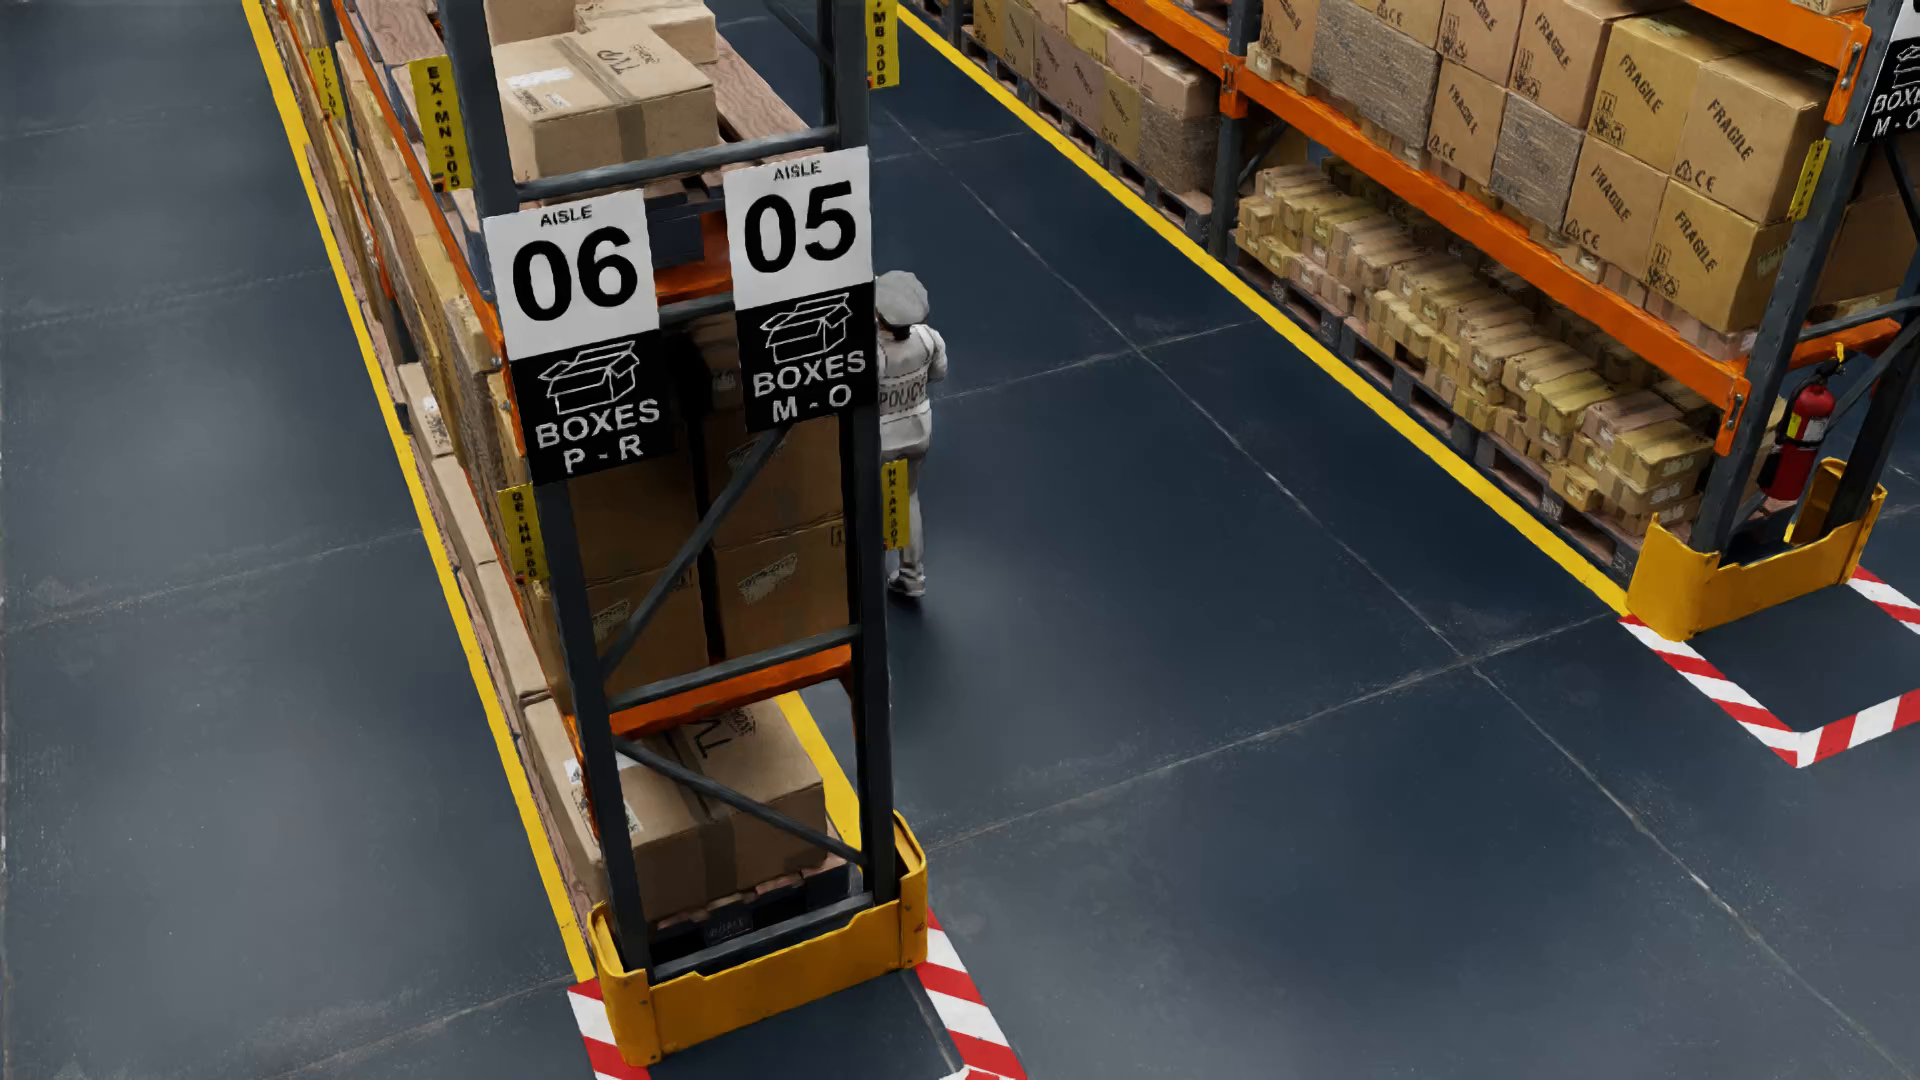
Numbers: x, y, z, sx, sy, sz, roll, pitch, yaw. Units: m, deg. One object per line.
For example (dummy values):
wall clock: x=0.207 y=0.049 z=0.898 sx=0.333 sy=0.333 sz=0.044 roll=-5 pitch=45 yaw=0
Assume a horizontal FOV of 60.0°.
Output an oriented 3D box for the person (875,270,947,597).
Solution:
person: x=-0.353 y=-0.528 z=7.525 sx=0.578 sy=1.671 sz=0.795 roll=-14 pitch=40 yaw=-18
